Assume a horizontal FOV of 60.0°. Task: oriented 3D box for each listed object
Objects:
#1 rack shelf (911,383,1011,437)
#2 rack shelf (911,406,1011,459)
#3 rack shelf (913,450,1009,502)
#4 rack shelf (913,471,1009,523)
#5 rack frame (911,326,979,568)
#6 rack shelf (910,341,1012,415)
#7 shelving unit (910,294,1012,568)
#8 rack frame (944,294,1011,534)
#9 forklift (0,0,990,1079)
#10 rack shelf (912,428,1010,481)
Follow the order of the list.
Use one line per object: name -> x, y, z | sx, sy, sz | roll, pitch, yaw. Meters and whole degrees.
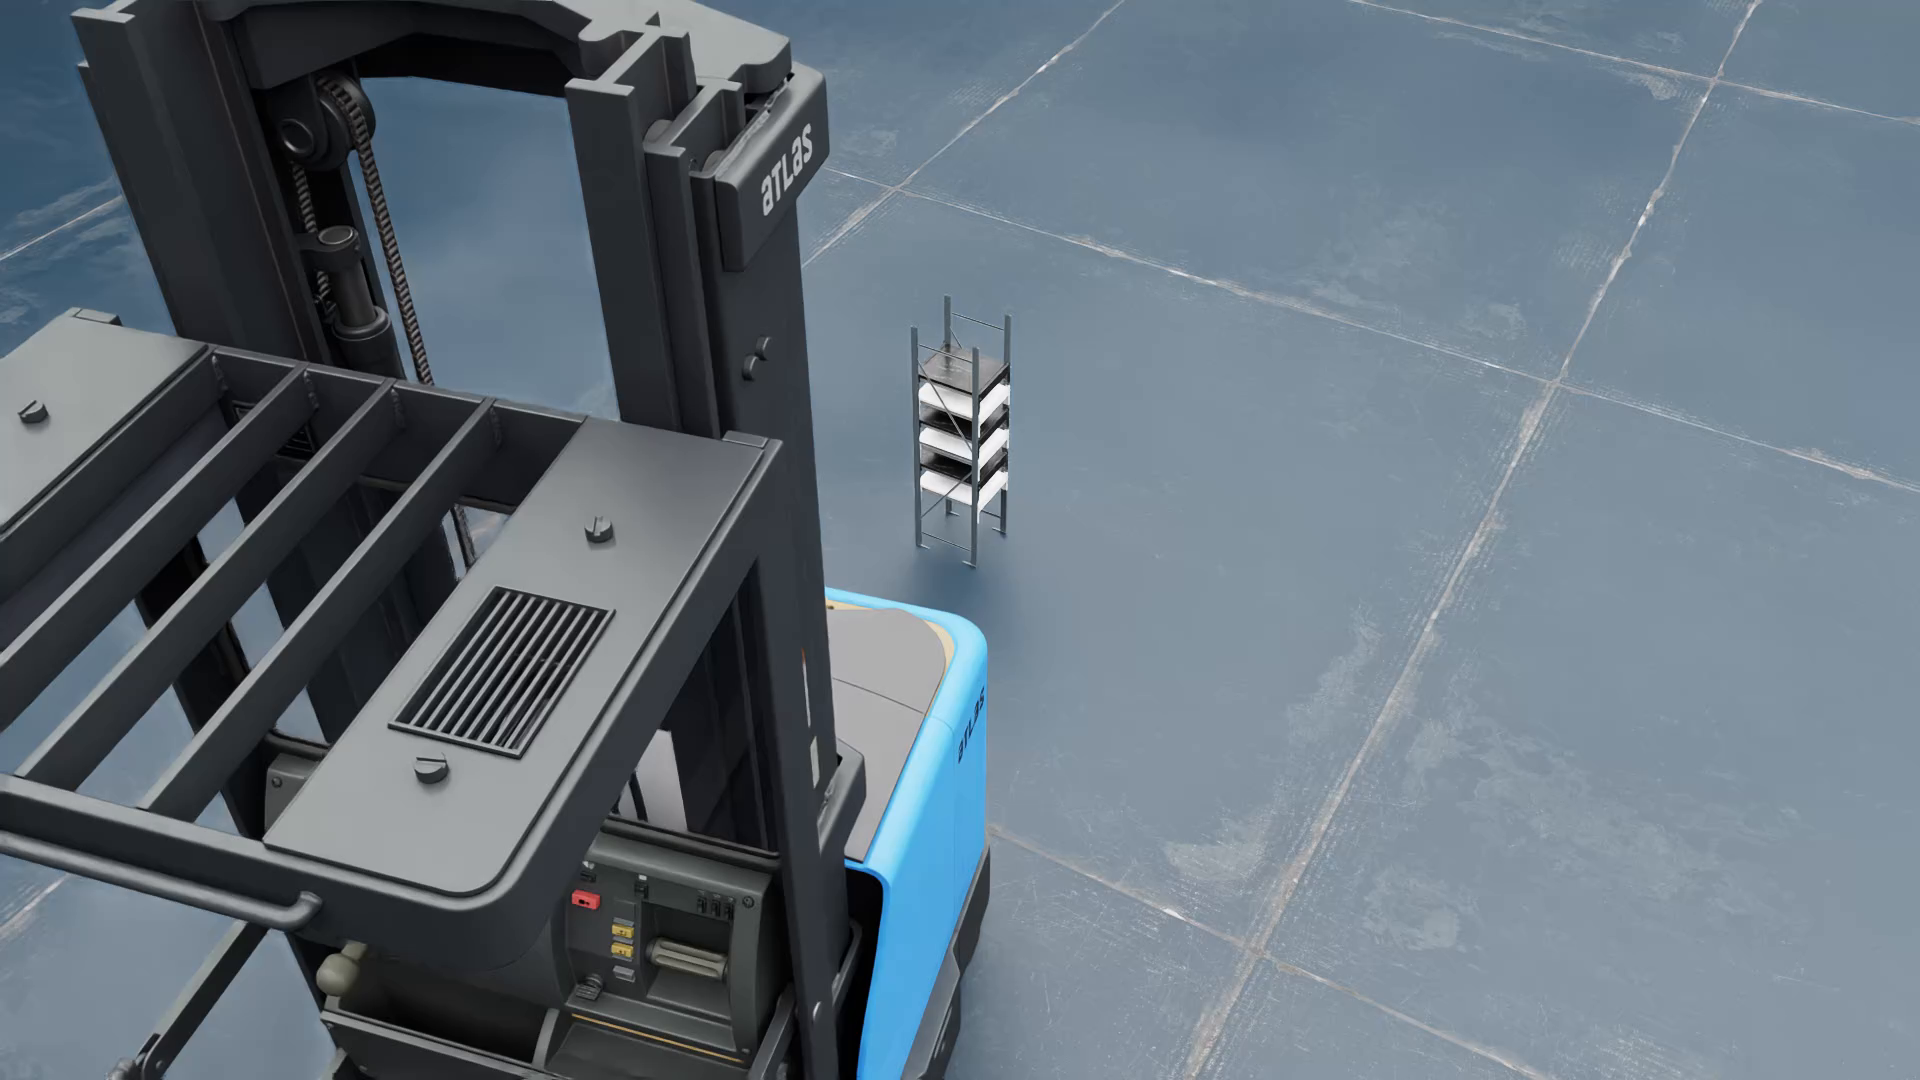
rack shelf -> 0.004, -0.452, 5.361 | 0.258, 0.077, 0.200 | 21, 45, 22
rack shelf -> 0.004, -0.385, 5.420 | 0.258, 0.077, 0.200 | 21, 45, 22
rack shelf -> 0.004, -0.250, 5.539 | 0.258, 0.077, 0.200 | 21, 45, 22
rack shelf -> 0.004, -0.182, 5.599 | 0.258, 0.077, 0.200 | 21, 45, 22
rack frame -> -0.047, -0.284, 5.392 | 0.240, 0.900, 0.006 | 21, 45, 22
rack shelf -> 0.004, -0.520, 5.301 | 0.258, 0.077, 0.200 | 21, 45, 22
shelving unit -> 0.004, -0.342, 5.458 | 0.258, 0.900, 0.210 | 21, 45, 22
rack frame -> 0.055, -0.401, 5.524 | 0.240, 0.900, 0.006 | 21, 45, 22
forklift -> -0.832, 0.734, 2.699 | 1.130, 2.935, 3.031 | 11, 43, 12
rack shelf -> 0.004, -0.317, 5.480 | 0.258, 0.077, 0.200 | 21, 45, 22
